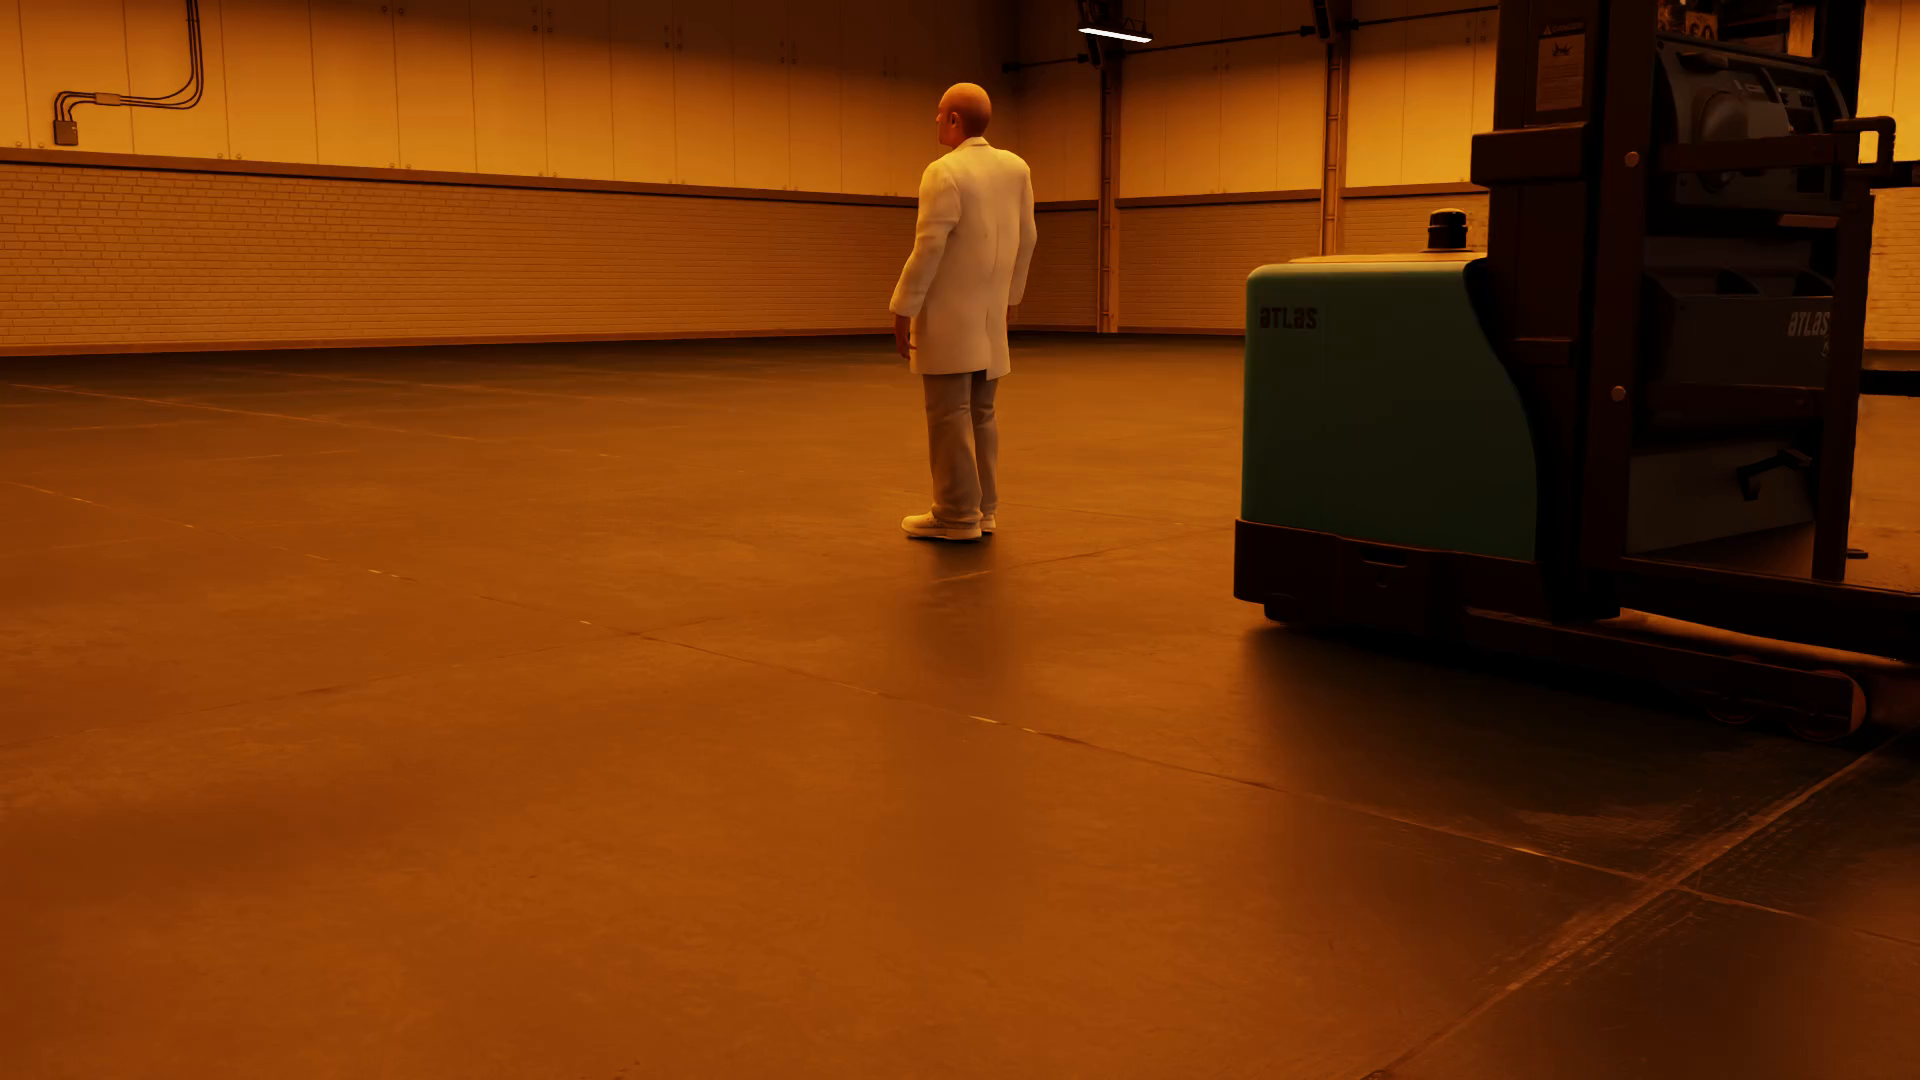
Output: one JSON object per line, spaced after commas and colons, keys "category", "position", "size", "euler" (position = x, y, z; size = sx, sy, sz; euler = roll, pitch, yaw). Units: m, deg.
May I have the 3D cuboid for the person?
{"category": "person", "position": [-0.061, -0.896, 6.649], "size": [0.581, 1.776, 0.696], "euler": [8, 12, 43]}

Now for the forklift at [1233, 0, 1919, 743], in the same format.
{"category": "forklift", "position": [2.150, -1.080, 4.046], "size": [1.130, 2.935, 3.031], "euler": [-7, 11, -38]}
